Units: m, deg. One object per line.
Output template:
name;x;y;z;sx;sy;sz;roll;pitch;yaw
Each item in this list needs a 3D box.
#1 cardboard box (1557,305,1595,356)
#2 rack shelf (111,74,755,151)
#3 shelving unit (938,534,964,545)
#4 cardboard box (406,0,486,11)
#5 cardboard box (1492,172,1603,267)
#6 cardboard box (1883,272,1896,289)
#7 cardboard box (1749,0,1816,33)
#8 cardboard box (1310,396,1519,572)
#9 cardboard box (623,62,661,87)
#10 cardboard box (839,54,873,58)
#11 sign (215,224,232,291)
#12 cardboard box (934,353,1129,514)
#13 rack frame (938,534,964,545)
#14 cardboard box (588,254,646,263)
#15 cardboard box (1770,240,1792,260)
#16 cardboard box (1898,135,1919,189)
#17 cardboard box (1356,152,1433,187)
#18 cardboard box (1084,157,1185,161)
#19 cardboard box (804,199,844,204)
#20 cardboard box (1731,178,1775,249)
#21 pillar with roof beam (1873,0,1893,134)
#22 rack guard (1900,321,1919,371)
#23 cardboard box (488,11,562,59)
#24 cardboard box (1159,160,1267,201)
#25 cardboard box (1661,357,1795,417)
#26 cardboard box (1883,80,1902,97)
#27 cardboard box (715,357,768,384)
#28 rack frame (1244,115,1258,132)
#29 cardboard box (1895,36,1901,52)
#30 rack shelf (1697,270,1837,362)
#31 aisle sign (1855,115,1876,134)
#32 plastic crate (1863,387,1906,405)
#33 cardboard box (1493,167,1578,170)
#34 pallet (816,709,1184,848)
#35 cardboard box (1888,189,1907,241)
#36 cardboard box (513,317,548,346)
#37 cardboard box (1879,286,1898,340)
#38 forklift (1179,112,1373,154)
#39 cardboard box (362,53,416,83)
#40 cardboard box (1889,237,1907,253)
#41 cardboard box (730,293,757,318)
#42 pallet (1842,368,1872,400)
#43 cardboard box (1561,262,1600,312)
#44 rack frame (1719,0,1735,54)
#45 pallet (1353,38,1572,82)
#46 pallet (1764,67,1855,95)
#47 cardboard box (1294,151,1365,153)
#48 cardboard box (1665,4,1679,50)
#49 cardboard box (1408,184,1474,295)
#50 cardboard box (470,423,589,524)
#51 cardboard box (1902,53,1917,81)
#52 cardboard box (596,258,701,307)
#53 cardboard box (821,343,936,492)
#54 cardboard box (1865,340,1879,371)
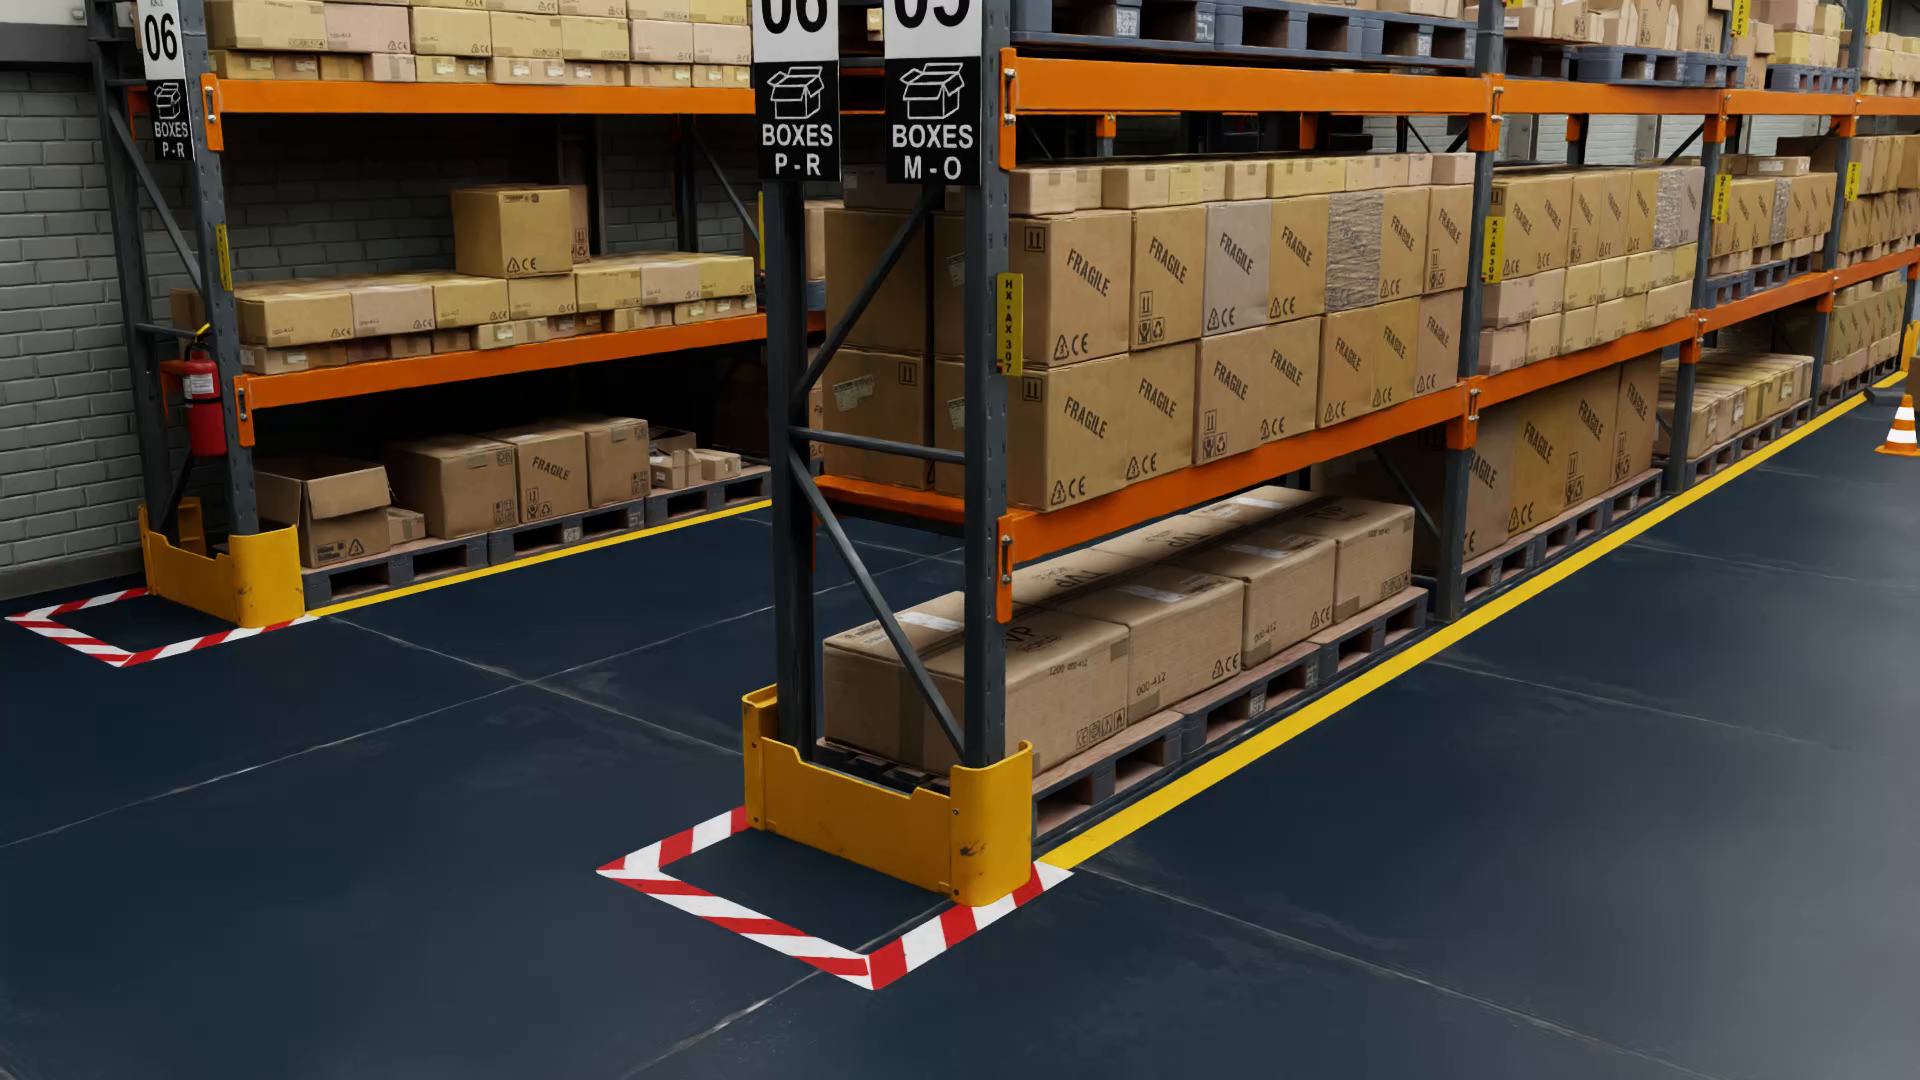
cardboard box;3.386;-1.252;9.763;0.500;0.250;0.500;11;18;37
rack shelf;-2.875;-2.576;10.039;1.077;0.370;4.000;11;18;38
shelving unit;0.009;-0.584;10.486;0.258;1.200;0.189;11;18;38
cardboard box;-3.018;-3.094;9.303;0.500;0.250;0.500;11;18;37
cardboard box;3.361;-1.856;9.604;0.500;0.500;0.500;11;18;36
cardboard box;9.148;-2.611;16.699;0.380;0.149;0.250;12;18;38
cardboard box;6.384;-4.116;13.076;0.500;0.250;0.500;12;18;38
cardboard box;2.573;-0.391;9.532;0.875;0.875;0.875;12;19;39
cardboard box;-2.104;-2.928;10.475;0.380;0.149;0.250;11;18;37
cardboard box;-0.872;-3.714;12.512;0.380;0.149;0.250;11;18;36
sign;-3.710;-1.423;8.375;0.100;0.325;0.005;11;18;38
cardboard box;0.256;-0.416;5.965;0.500;0.500;0.500;11;18;37
rack frame;-0.048;-0.567;10.417;0.240;1.200;0.006;11;18;38
cardboard box;-2.449;-1.775;11.218;0.500;0.250;0.500;11;18;37
cardboard box;6.512;-2.366;13.500;0.380;0.149;0.250;11;18;37
cardboard box;9.072;-3.720;16.338;0.700;0.500;0.500;11;18;37
cardboard box;2.049;-1.792;8.032;0.380;0.149;0.250;12;18;39
cardboard box;0.740;-1.567;7.150;0.380;0.149;0.250;12;19;39
cardboard box;-0.814;-2.263;12.382;0.700;0.500;0.500;12;18;38
cardboard box;5.873;-2.502;12.721;0.500;0.500;0.500;12;18;38
pillar with roof beam;26.989;-12.144;40.152;9.100;9.000;0.400;11;18;38
rack guard;9.740;-2.158;18.103;1.175;0.500;0.348;11;18;38
cardboard box;-2.698;-2.955;9.770;0.500;0.250;0.500;11;18;37
cardboard box;0.997;-1.439;6.643;0.380;0.149;0.250;11;18;38
cardboard box;6.497;-1.309;14.168;0.950;0.372;0.625;13;19;41
cardboard box;8.539;-4.205;15.503;0.380;0.149;0.250;11;18;36
cardboard box;-1.611;-1.275;12.456;0.380;0.149;0.250;10;18;35
rack frame;3.410;-3.386;17.858;1.000;3.000;0.127;11;18;38
cardboard box;8.501;-4.604;15.454;0.380;0.149;0.250;11;18;37
rack shelf;6.016;-1.887;13.418;1.077;0.370;4.000;11;18;38
aisle sign;9.585;-4.704;17.768;0.394;0.787;0.004;11;18;38
plastic crate;8.898;-1.377;15.881;0.402;0.080;0.583;5;15;18
cardboard box;3.618;-2.135;10.703;0.500;0.500;0.500;12;18;39
pallet;0.173;0.866;6.785;1.003;0.211;1.213;11;18;38
cardboard box;9.025;-3.240;16.477;0.500;0.500;0.500;11;18;37
cardboard box;-2.714;-1.279;10.075;0.380;0.149;0.250;12;18;39
cardboard box;9.161;-2.324;16.889;0.500;0.500;0.500;12;19;40
forklift;2.406;-2.055;12.759;1.130;2.935;3.031;13;19;41
cardboard box;-3.195;-2.577;9.094;0.380;0.149;0.250;12;18;39
cardboard box;9.330;-2.992;16.820;0.380;0.149;0.250;12;18;39
cardboard box;-1.622;-1.632;11.464;0.380;0.149;0.250;12;18;38
pallet;8.435;-1.635;16.632;1.003;0.211;1.213;11;18;38
cardboard box;3.385;-1.493;9.697;0.500;0.250;0.500;12;18;38
rack frame;4.759;-4.760;11.083;1.000;3.000;0.127;11;18;38
pallet;2.783;-2.630;9.182;0.805;0.209;1.217;10;18;35
pallet;6.803;-3.879;14.090;1.213;0.211;1.003;11;18;38
cardboard box;1.845;-1.913;8.511;0.380;0.149;0.250;11;18;37
cardboard box;4.166;-3.126;10.166;0.396;0.266;0.258;11;18;36
cardboard box;2.164;-1.486;8.147;0.500;0.500;0.500;11;18;37
cardboard box;-2.696;-0.425;10.429;0.500;0.500;0.500;12;18;39
cardboard box;8.720;-4.477;15.761;0.500;0.250;0.500;11;18;38
cardboard box;-2.051;-1.692;10.890;0.500;0.250;0.500;11;18;38
cardboard box;-0.171;-0.502;6.303;0.500;0.500;0.500;11;18;38
cardboard box;8.832;-1.860;16.583;0.500;0.250;0.500;10;18;36
